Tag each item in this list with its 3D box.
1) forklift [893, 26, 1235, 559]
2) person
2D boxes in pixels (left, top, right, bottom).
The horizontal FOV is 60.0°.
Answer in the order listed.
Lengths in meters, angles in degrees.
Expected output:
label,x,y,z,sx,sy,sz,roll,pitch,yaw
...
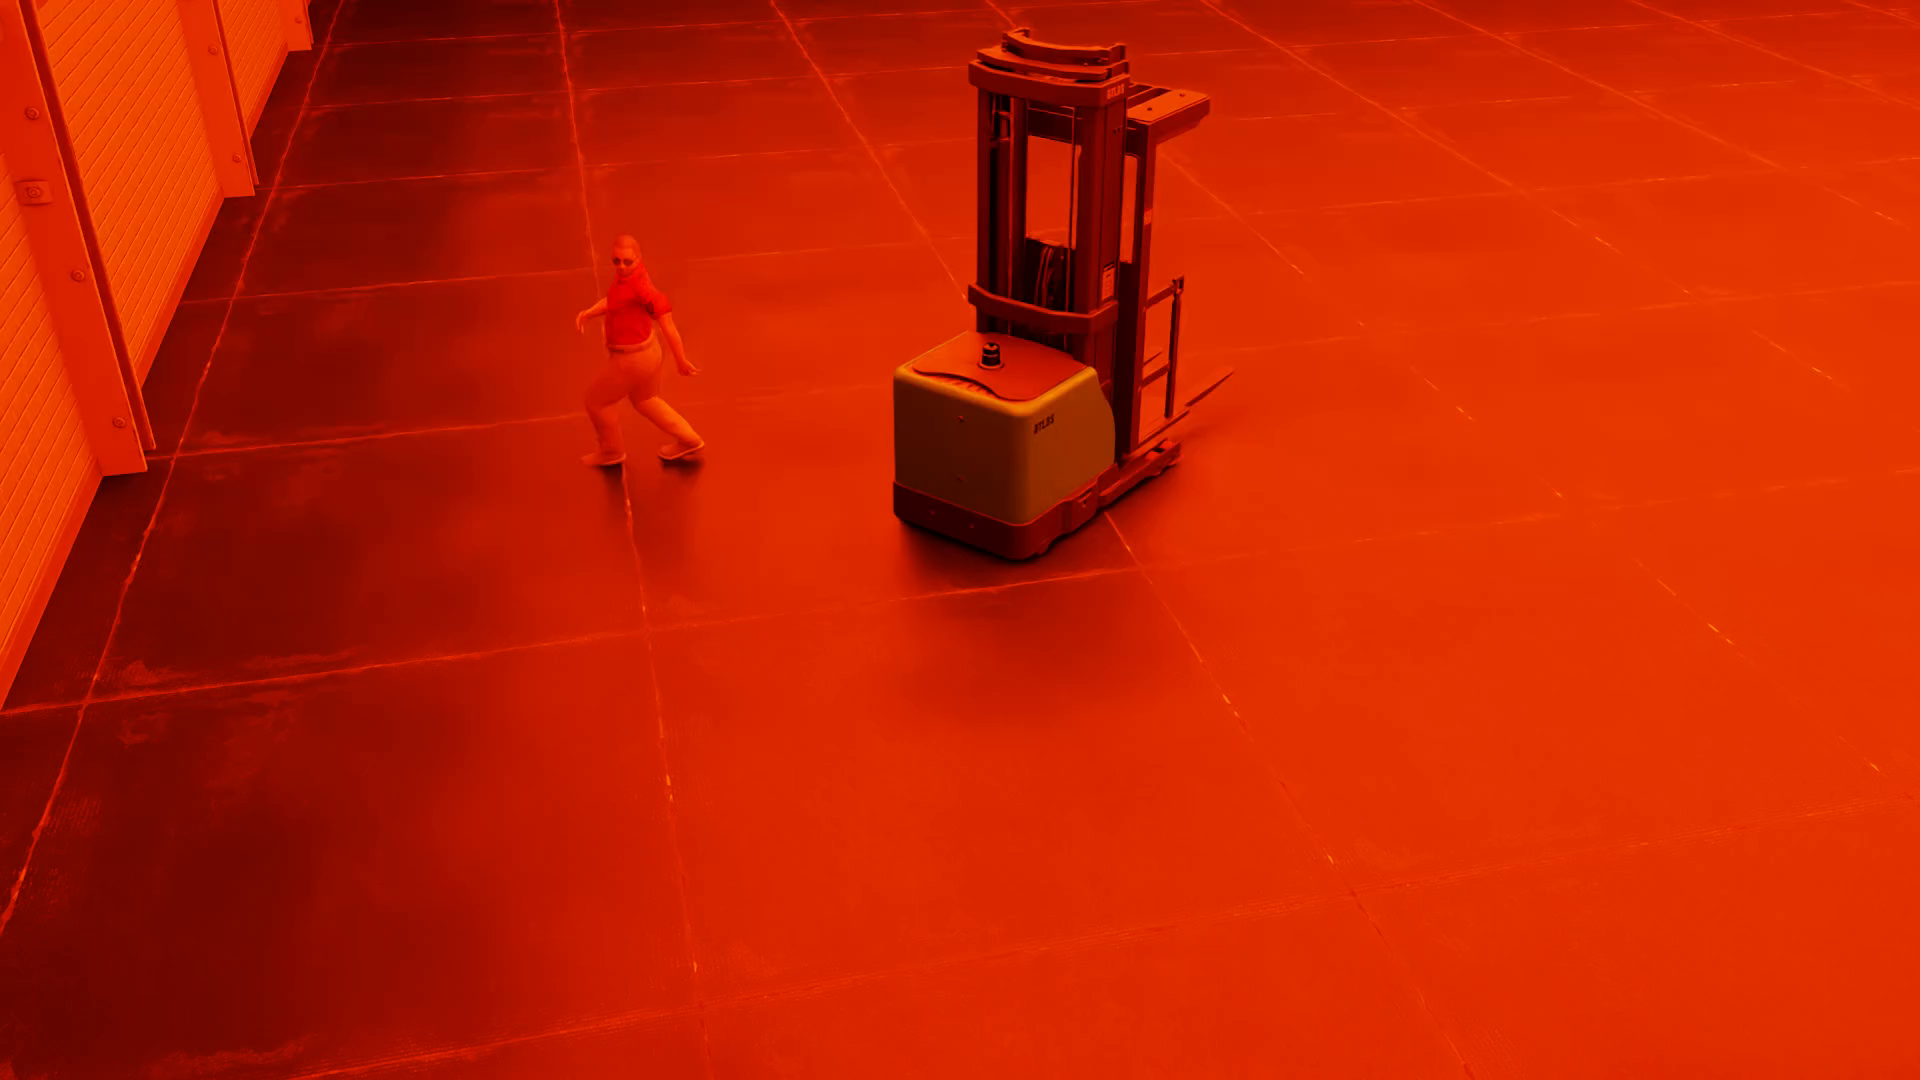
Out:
label,x,y,z,sx,sy,sz,roll,pitch,yaw
forklift,0.854,-1.830,10.736,1.130,2.935,3.031,20,36,31
person,-2.155,-1.232,11.033,0.925,1.652,0.567,1,30,2
